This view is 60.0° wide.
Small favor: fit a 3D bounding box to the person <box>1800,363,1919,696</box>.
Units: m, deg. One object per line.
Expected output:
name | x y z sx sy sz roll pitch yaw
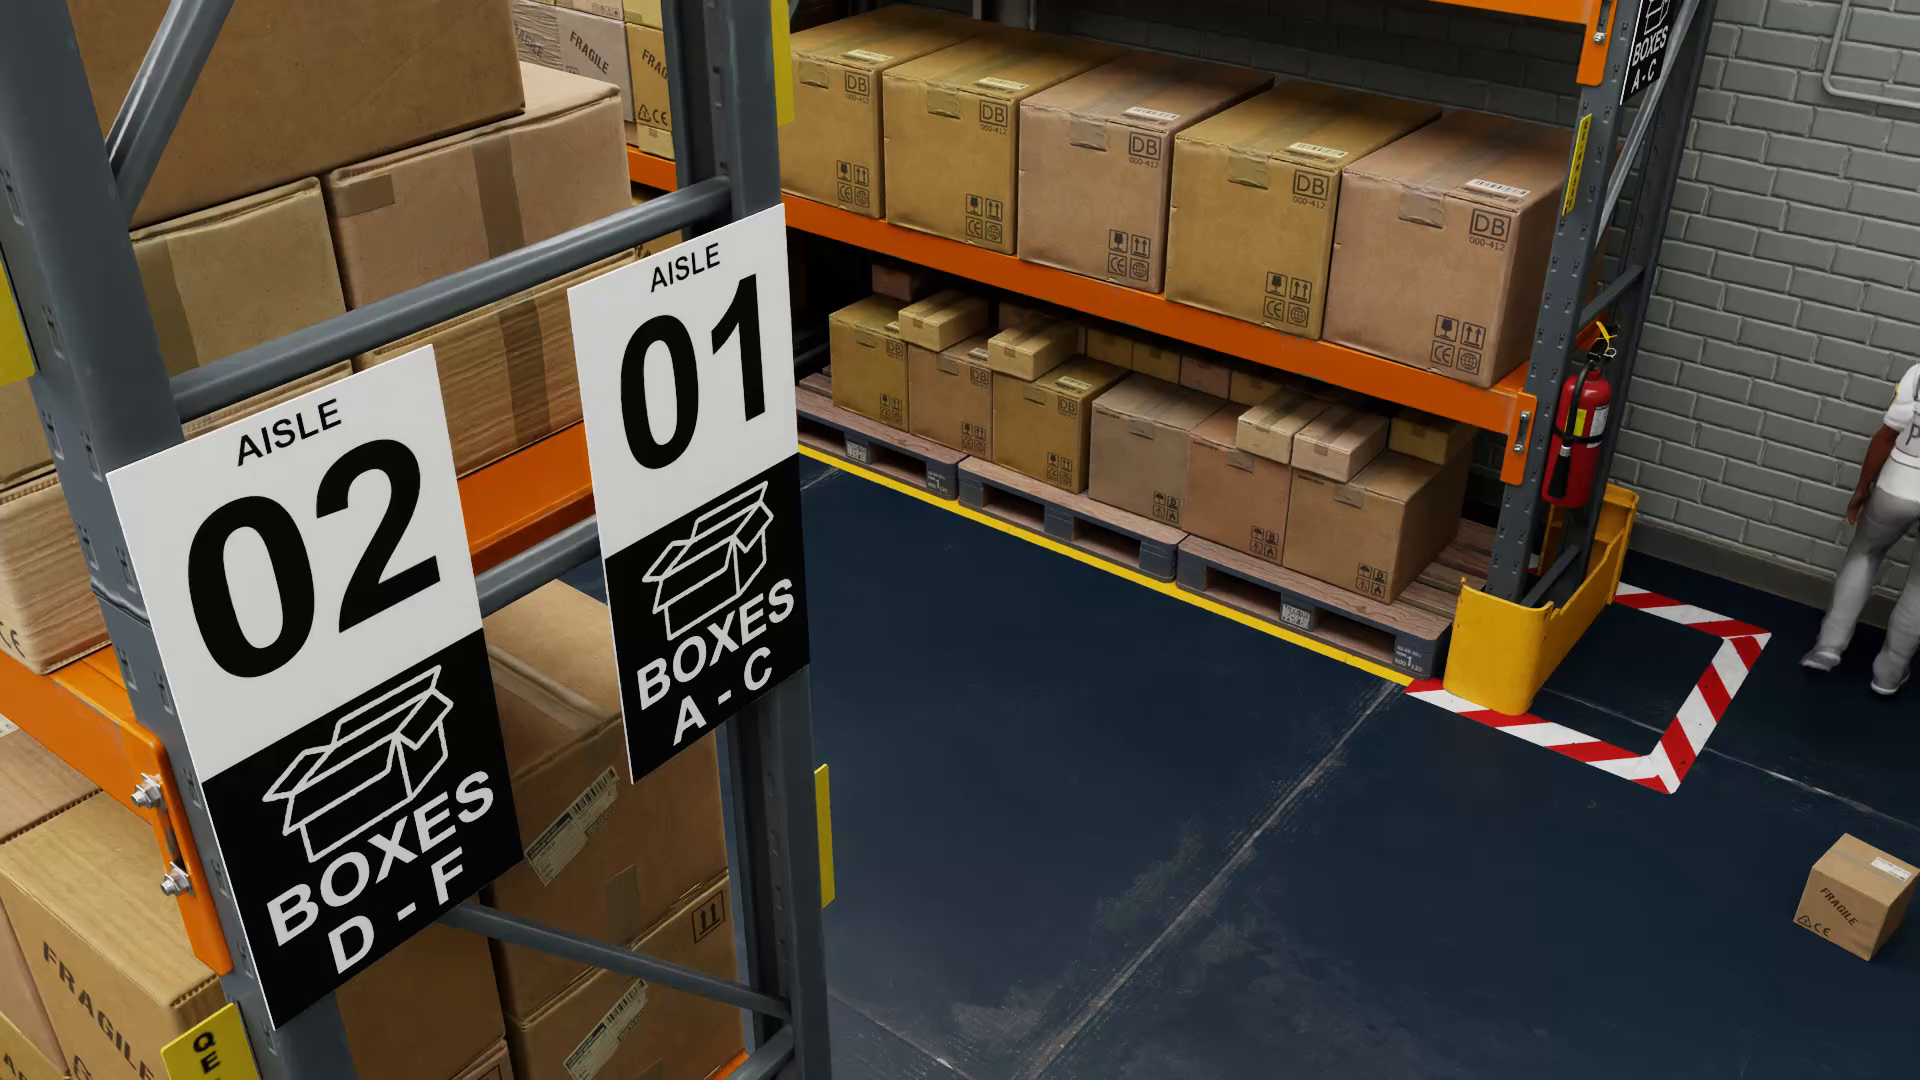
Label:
person | 3.683 -0.125 6.362 0.485 1.762 0.374 20 37 30
